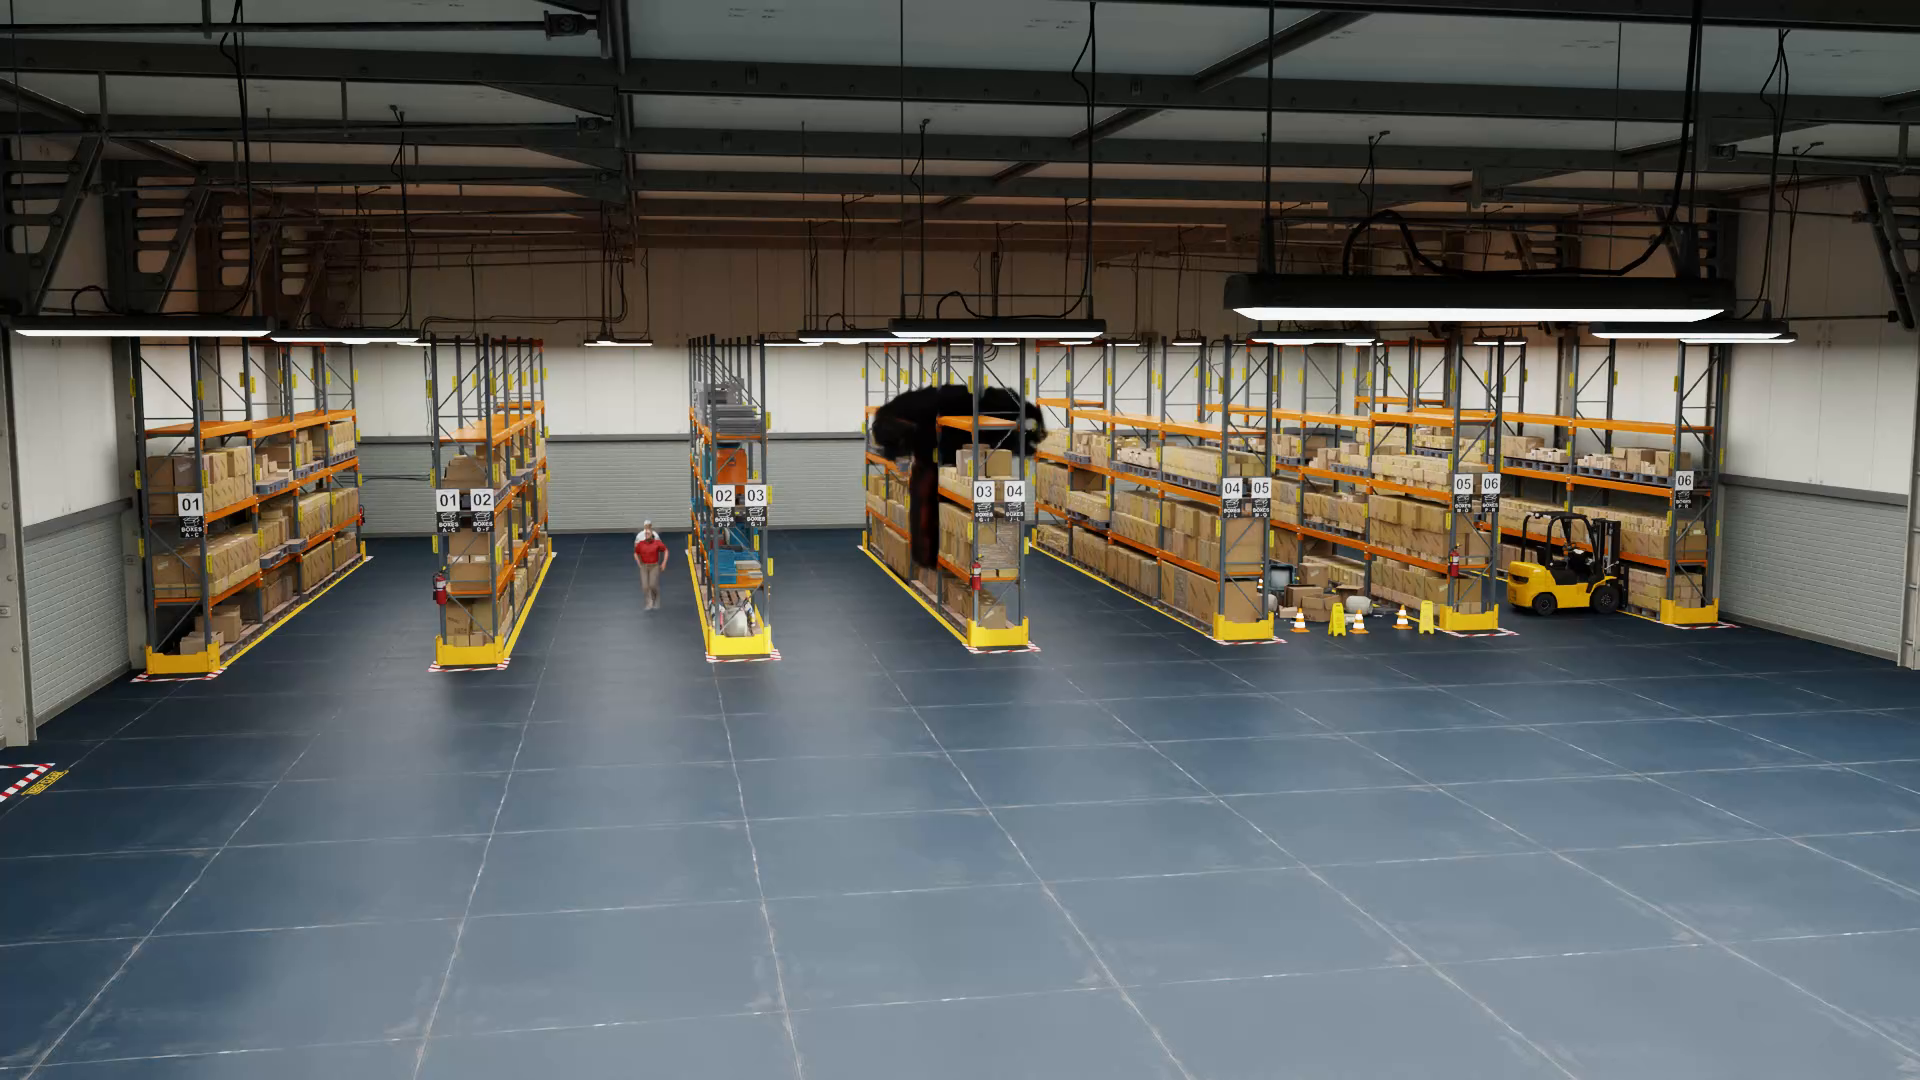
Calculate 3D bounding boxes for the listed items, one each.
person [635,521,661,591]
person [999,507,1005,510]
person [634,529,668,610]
[{"bbox_3d":[-6.954,0.380,37.124,0.595,1.643,0.514,-1,7,-11],"label":"person"},{"bbox_3d":[1.084,-0.576,47.378,0.742,1.742,1.149,-1,7,-4],"label":"person"},{"bbox_3d":[-6.474,0.634,34.724,0.707,1.737,0.555,0,7,2],"label":"person"}]
